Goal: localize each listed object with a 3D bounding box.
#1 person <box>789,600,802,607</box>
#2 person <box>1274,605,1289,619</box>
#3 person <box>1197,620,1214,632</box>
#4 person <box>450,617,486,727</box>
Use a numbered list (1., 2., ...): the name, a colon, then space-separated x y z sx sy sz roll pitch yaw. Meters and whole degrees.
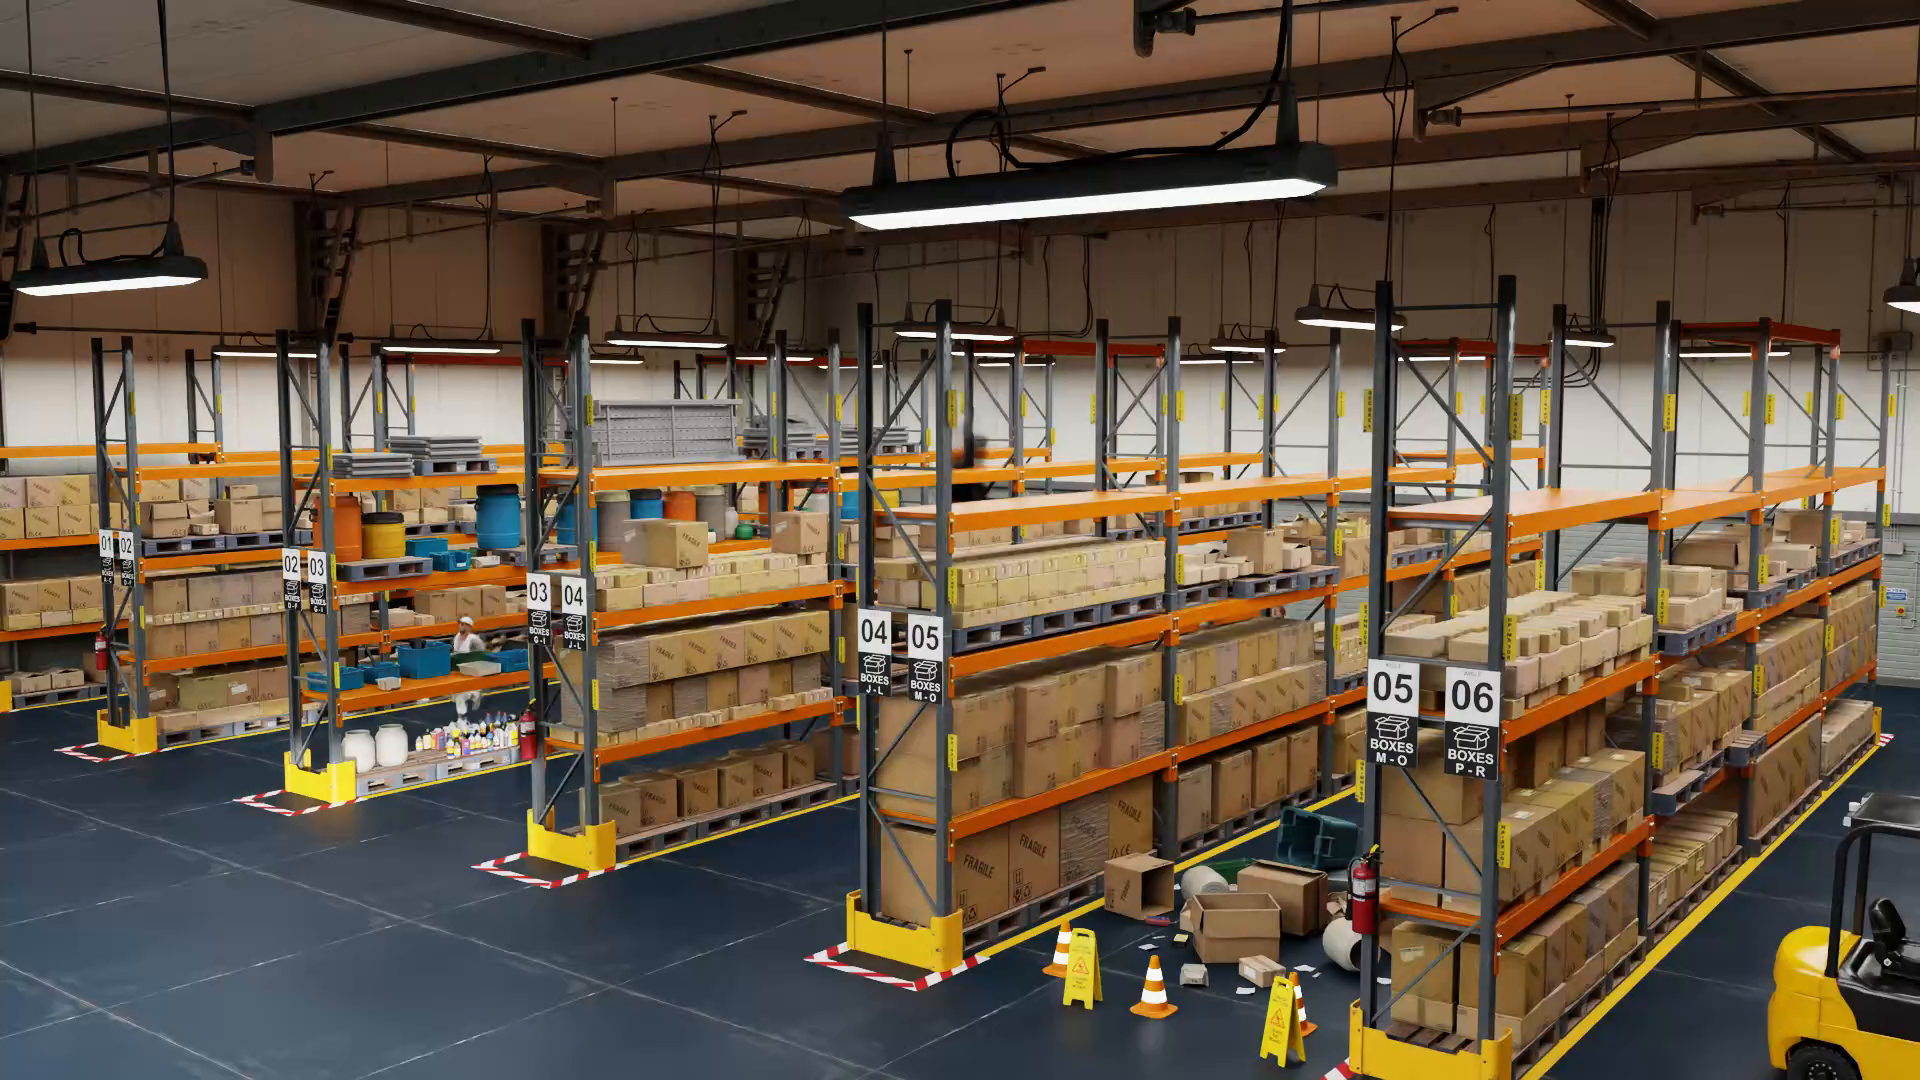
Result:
1. person: -2.965 1.687 30.552 0.583 1.659 0.898 3 6 34
2. person: 5.455 1.904 28.372 0.524 1.613 0.681 4 6 37
3. person: 3.399 1.962 23.482 0.665 1.756 0.561 3 6 31
4. person: -7.681 2.053 25.977 0.659 1.729 0.720 3 6 31
